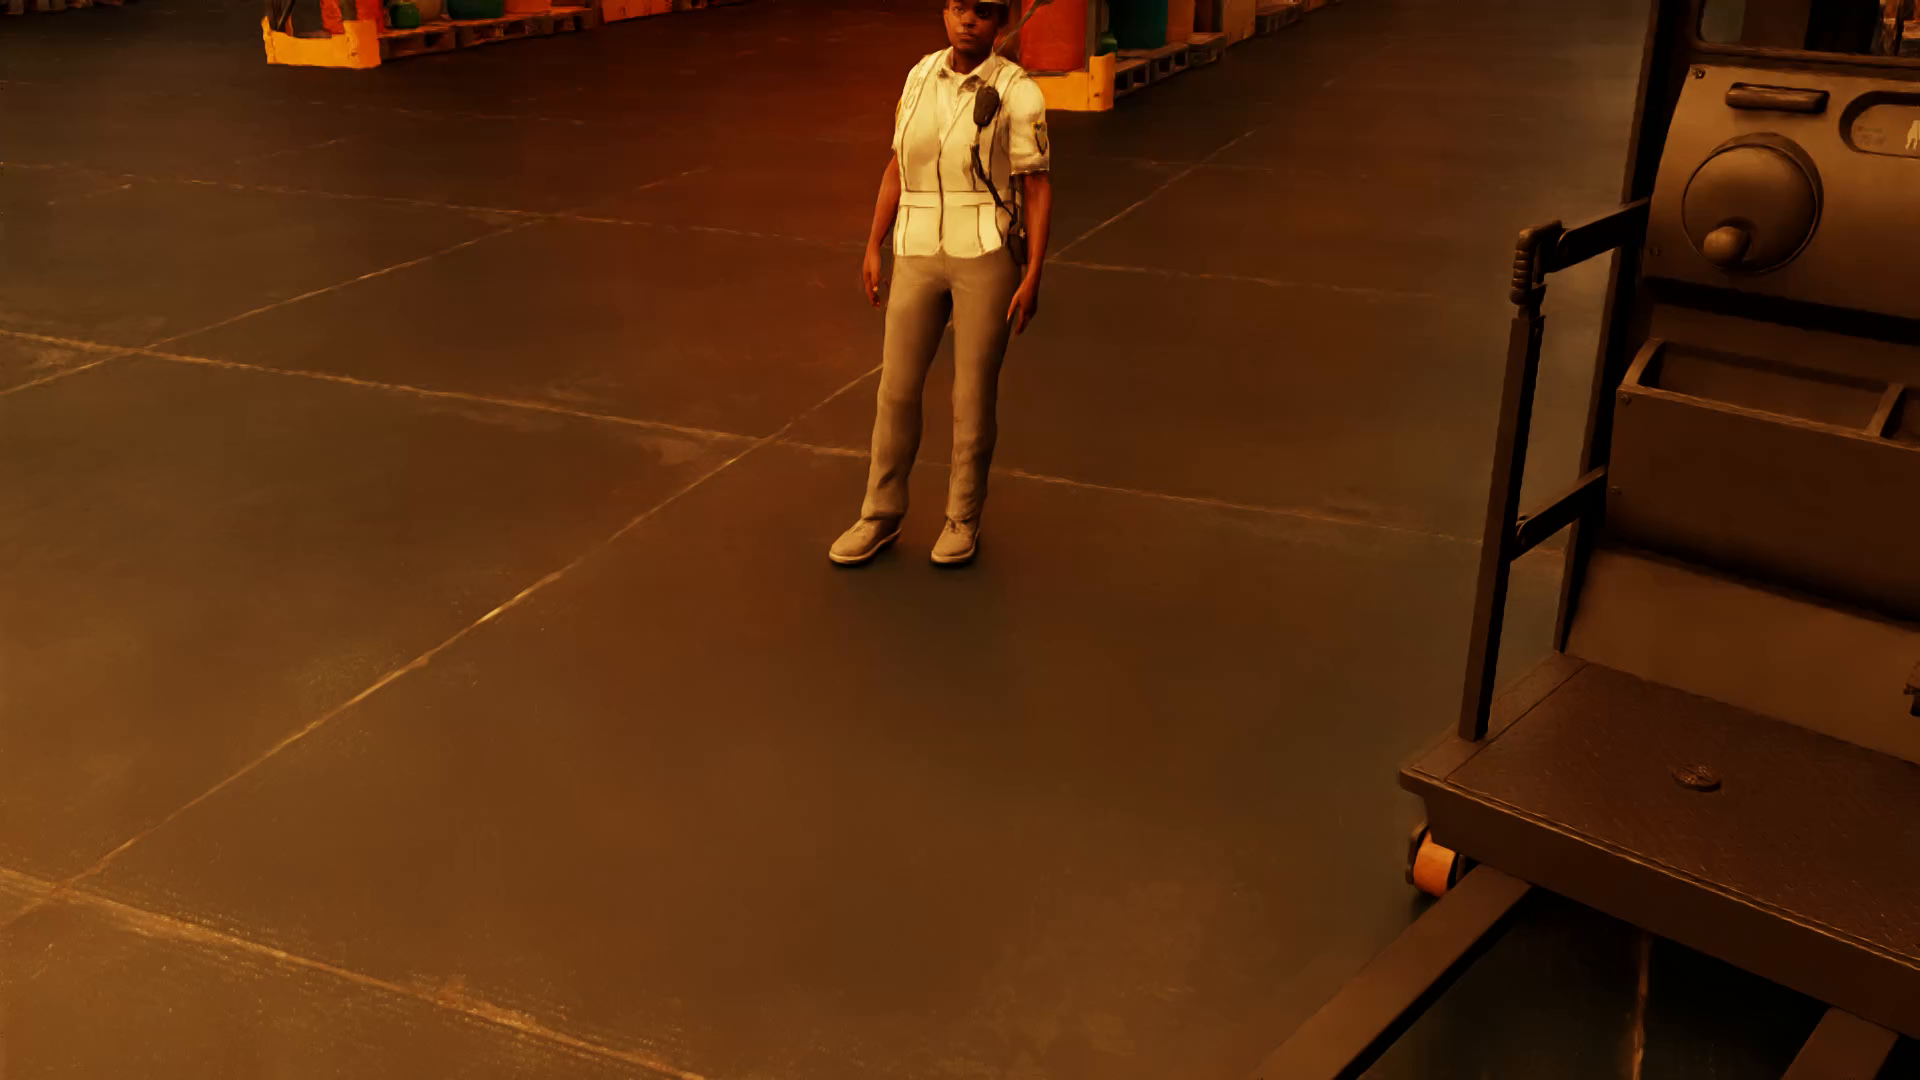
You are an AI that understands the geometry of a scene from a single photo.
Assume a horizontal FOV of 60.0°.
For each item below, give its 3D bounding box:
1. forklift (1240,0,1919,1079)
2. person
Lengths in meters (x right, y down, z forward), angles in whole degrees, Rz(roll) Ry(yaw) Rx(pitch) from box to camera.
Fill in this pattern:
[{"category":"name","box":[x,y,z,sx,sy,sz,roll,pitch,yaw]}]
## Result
[{"category":"forklift","box":[1.543,-0.586,2.695,1.130,2.935,3.031,19,29,38]},{"category":"person","box":[-0.047,-0.765,4.706,0.570,1.695,0.529,9,24,21]}]
